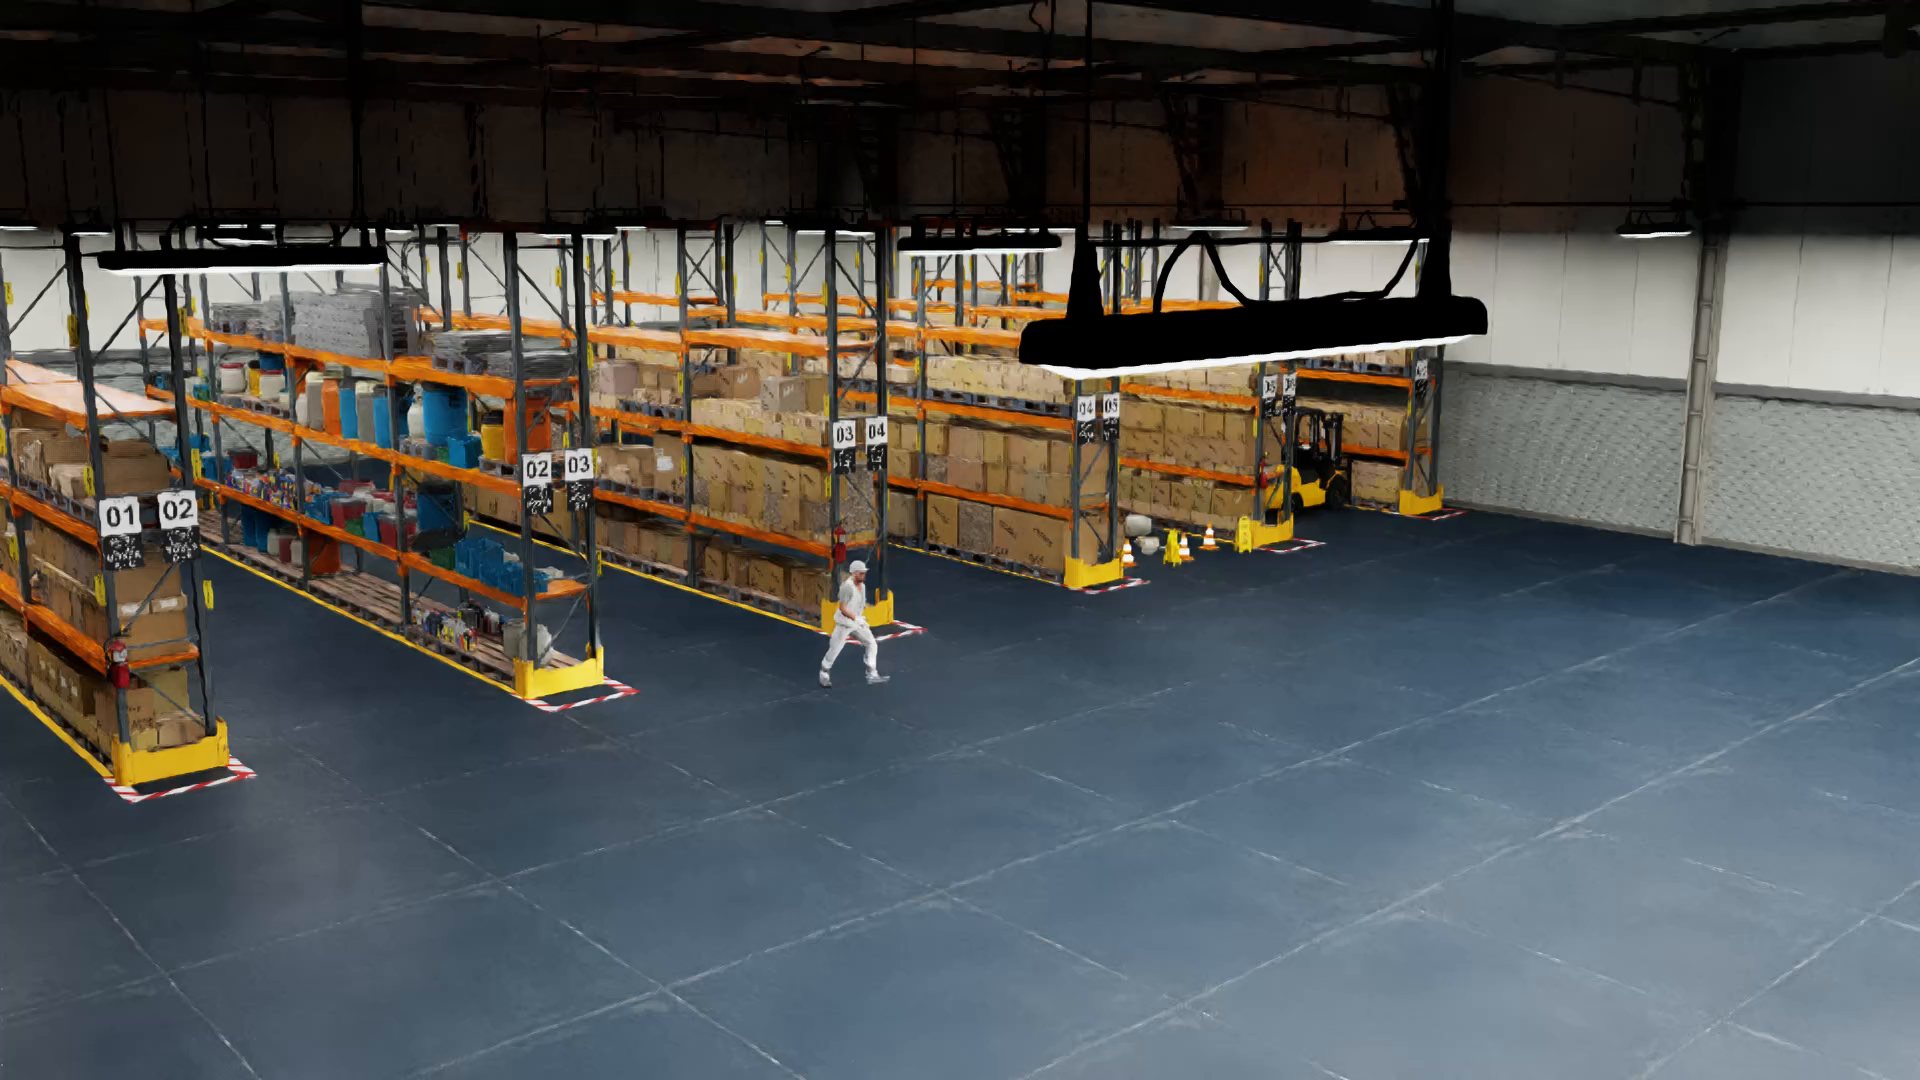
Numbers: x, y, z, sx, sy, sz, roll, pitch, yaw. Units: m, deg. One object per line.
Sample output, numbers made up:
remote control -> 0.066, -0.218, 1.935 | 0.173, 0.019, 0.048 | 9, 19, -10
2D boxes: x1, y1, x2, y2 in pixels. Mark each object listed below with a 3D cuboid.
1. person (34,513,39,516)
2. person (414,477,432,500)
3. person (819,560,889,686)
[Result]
person -> -15.710, -0.194, 28.563 | 0.588, 1.659, 0.373 | 8, 14, 34
person -> -9.435, -0.359, 29.593 | 0.479, 1.563, 1.072 | -11, 15, -42
person -> -1.453, 1.093, 22.064 | 0.838, 1.716, 0.686 | 7, 13, 32
